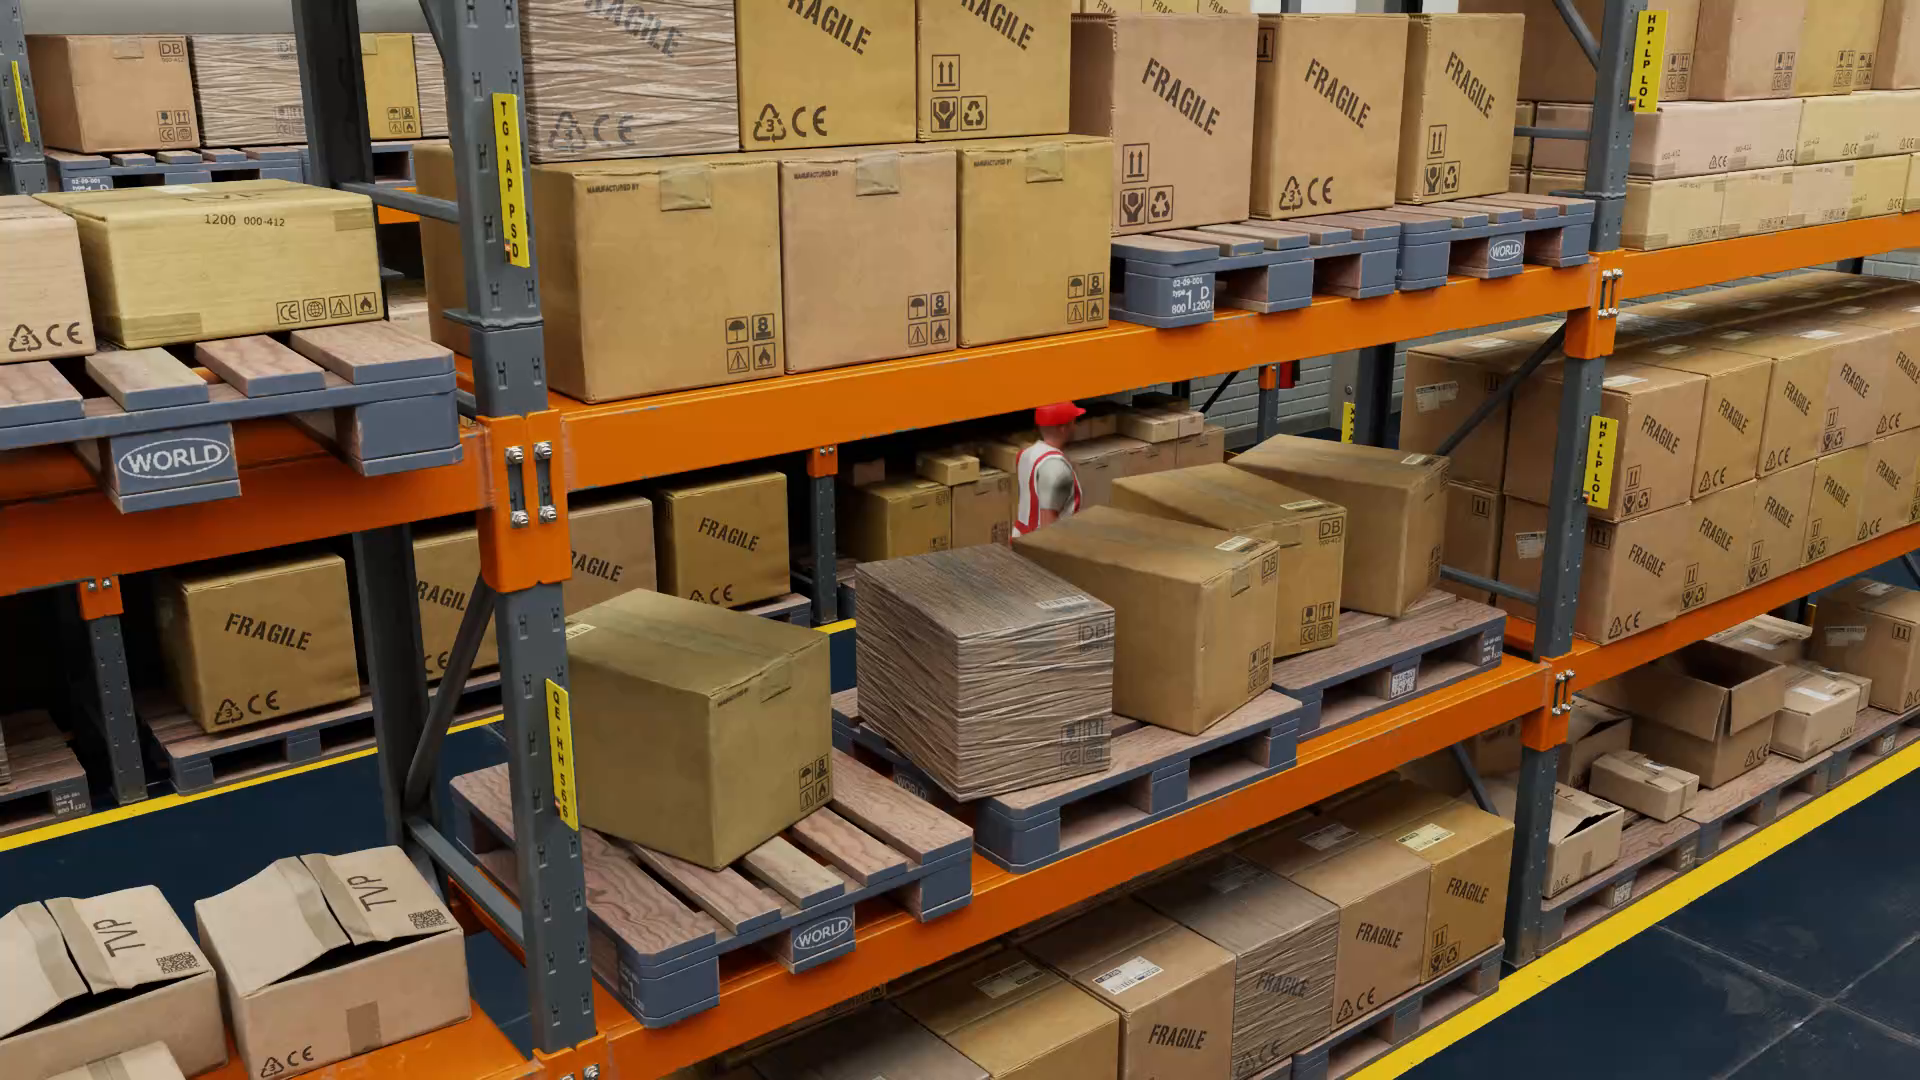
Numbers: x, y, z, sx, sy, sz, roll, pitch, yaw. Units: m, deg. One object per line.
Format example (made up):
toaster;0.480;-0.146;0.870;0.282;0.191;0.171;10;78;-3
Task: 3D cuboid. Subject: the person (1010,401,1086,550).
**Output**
person;0.380;0.133;8.577;0.568;1.782;0.589;-4;18;-13
